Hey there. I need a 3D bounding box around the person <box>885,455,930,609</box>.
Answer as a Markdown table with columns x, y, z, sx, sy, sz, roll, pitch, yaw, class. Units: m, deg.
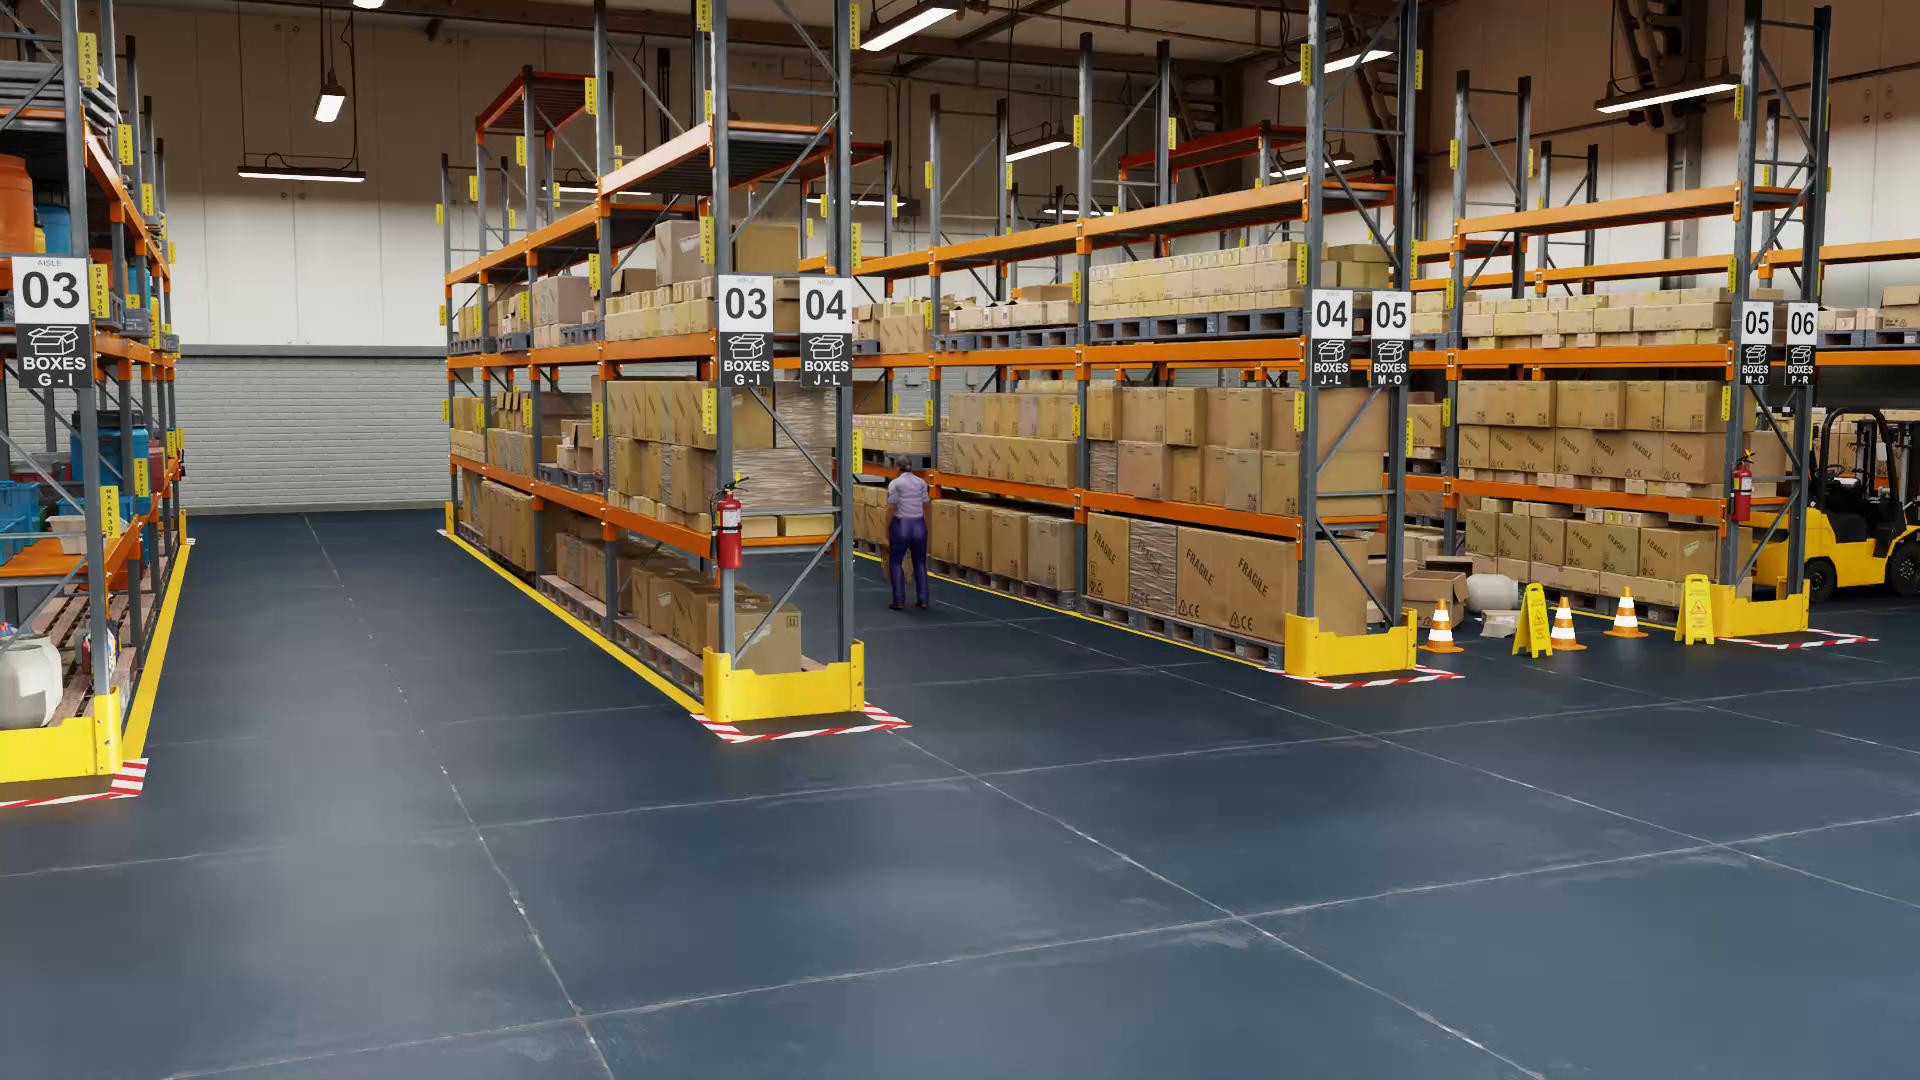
| x | y | z | sx | sy | sz | roll | pitch | yaw | class |
| --- | --- | --- | --- | --- | --- | --- | --- | --- | --- |
| -0.559 | -0.086 | 17.923 | 0.530 | 1.654 | 0.368 | -3 | 6 | -25 | person |
